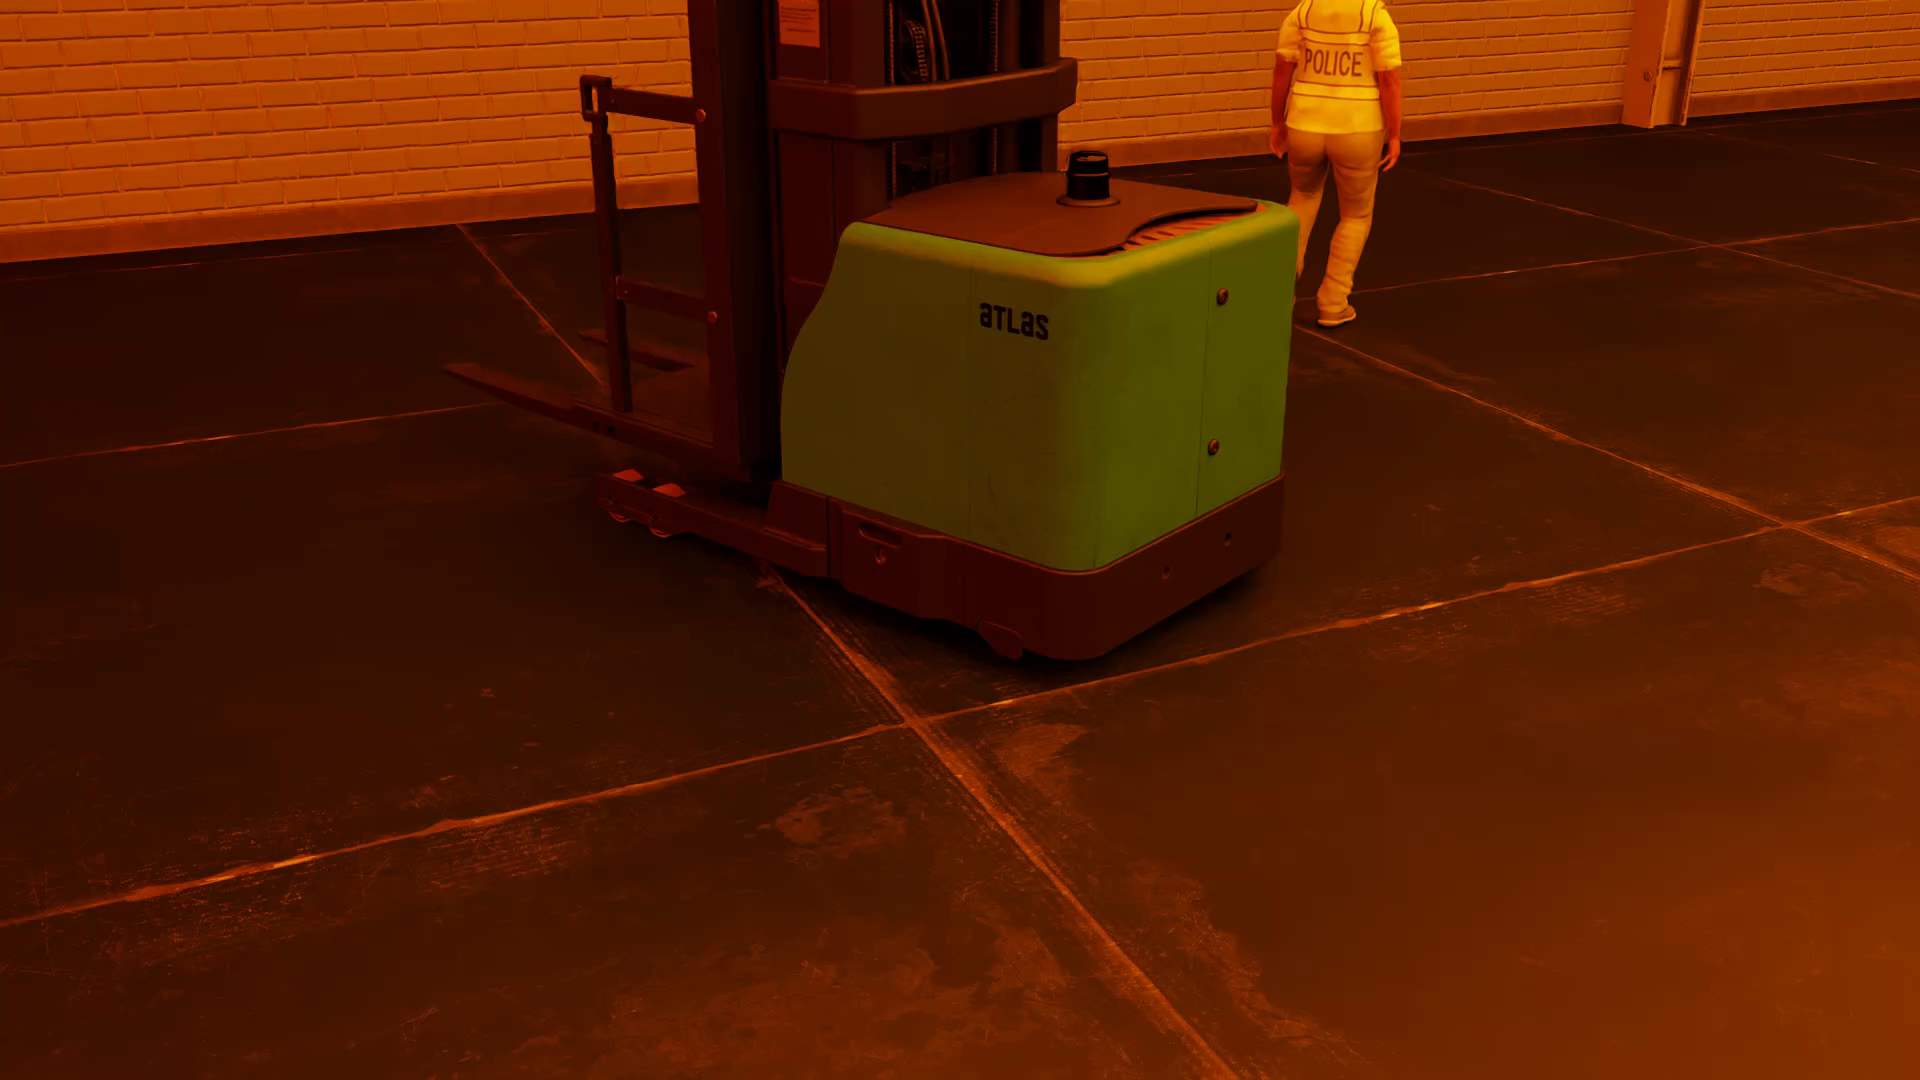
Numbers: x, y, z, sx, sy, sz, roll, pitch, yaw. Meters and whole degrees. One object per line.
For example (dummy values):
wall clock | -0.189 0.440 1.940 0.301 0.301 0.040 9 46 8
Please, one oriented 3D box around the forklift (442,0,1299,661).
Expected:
forklift | -0.516 -1.496 4.886 3.031 2.935 1.130 18 29 37

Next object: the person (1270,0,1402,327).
person | 1.653 -1.770 7.261 0.585 1.670 0.491 14 26 29
